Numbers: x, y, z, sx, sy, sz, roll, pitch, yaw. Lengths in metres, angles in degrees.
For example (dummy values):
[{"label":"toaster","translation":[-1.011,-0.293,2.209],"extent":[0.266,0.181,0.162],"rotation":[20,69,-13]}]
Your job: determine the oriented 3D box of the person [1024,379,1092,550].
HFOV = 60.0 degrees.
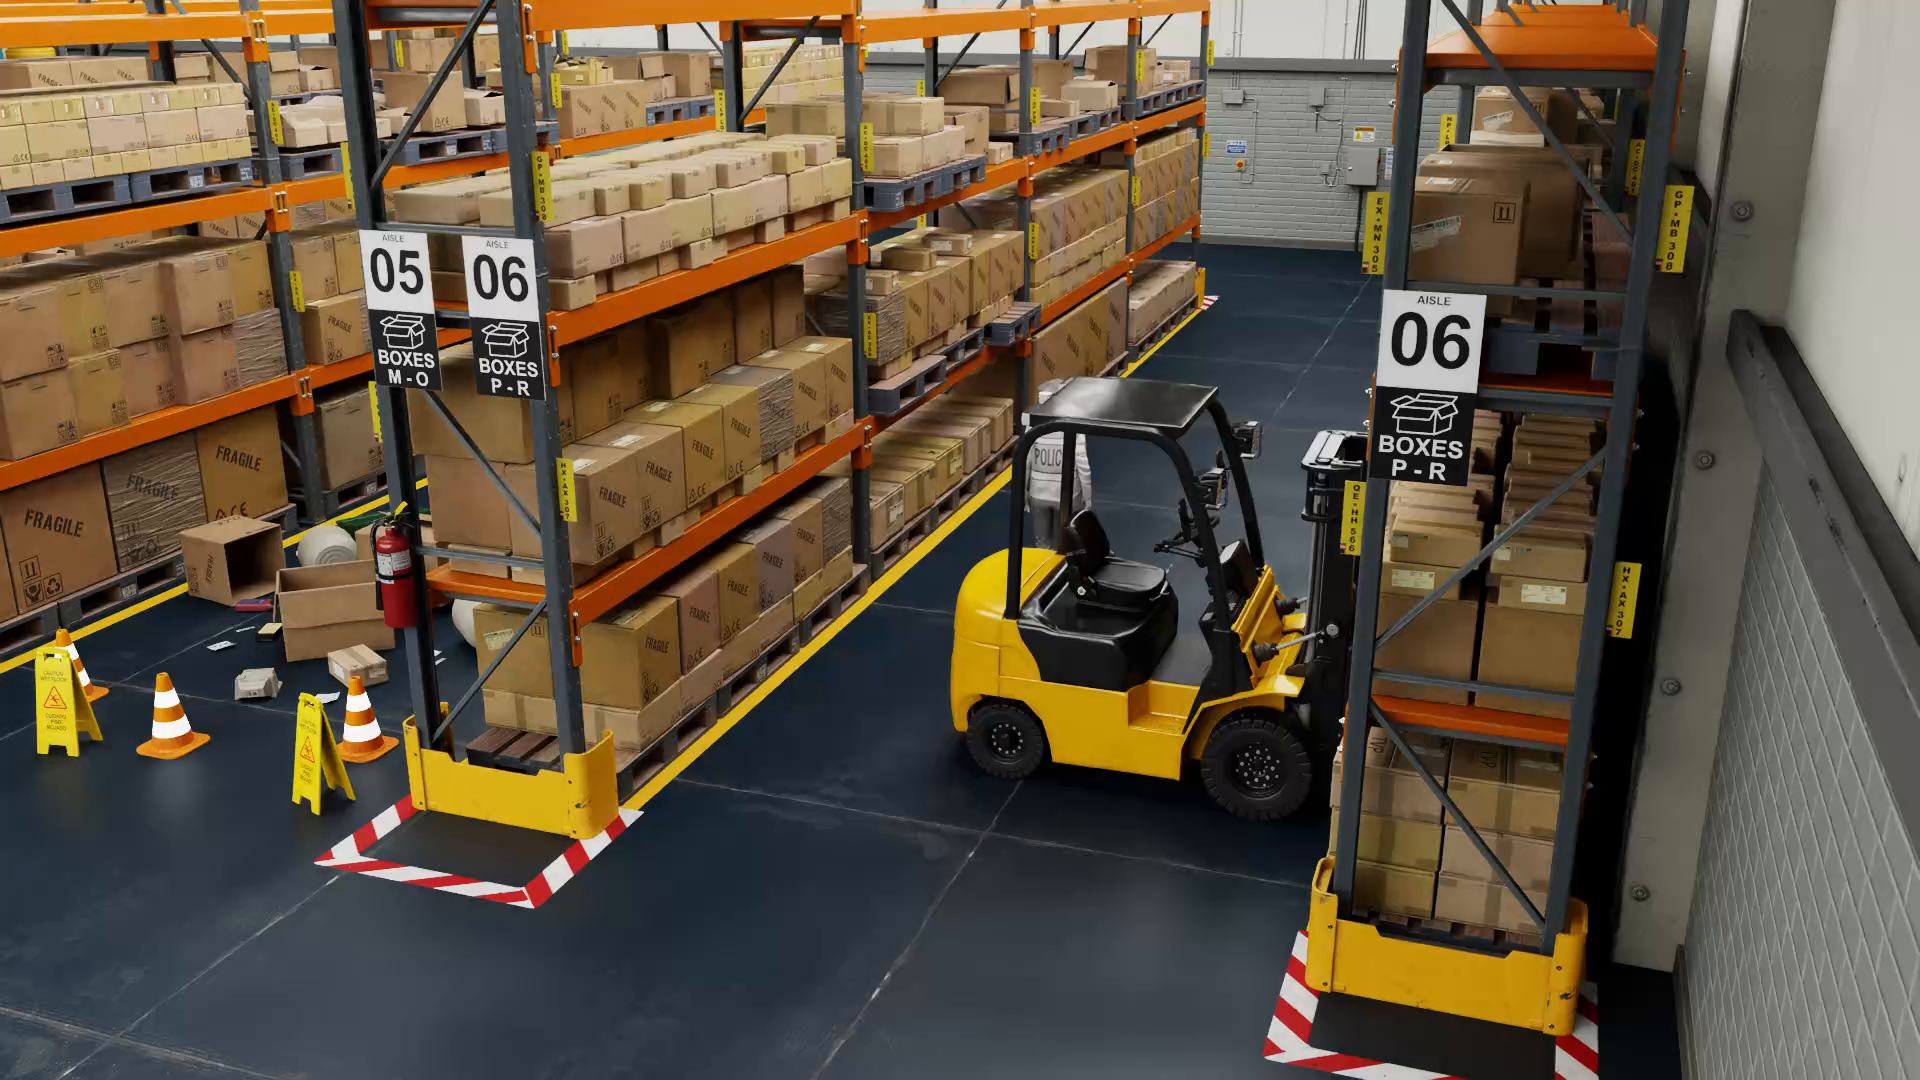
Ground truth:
[{"label":"person","translation":[0.690,-0.316,11.980],"extent":[0.547,1.667,0.408],"rotation":[5,19,15]}]
